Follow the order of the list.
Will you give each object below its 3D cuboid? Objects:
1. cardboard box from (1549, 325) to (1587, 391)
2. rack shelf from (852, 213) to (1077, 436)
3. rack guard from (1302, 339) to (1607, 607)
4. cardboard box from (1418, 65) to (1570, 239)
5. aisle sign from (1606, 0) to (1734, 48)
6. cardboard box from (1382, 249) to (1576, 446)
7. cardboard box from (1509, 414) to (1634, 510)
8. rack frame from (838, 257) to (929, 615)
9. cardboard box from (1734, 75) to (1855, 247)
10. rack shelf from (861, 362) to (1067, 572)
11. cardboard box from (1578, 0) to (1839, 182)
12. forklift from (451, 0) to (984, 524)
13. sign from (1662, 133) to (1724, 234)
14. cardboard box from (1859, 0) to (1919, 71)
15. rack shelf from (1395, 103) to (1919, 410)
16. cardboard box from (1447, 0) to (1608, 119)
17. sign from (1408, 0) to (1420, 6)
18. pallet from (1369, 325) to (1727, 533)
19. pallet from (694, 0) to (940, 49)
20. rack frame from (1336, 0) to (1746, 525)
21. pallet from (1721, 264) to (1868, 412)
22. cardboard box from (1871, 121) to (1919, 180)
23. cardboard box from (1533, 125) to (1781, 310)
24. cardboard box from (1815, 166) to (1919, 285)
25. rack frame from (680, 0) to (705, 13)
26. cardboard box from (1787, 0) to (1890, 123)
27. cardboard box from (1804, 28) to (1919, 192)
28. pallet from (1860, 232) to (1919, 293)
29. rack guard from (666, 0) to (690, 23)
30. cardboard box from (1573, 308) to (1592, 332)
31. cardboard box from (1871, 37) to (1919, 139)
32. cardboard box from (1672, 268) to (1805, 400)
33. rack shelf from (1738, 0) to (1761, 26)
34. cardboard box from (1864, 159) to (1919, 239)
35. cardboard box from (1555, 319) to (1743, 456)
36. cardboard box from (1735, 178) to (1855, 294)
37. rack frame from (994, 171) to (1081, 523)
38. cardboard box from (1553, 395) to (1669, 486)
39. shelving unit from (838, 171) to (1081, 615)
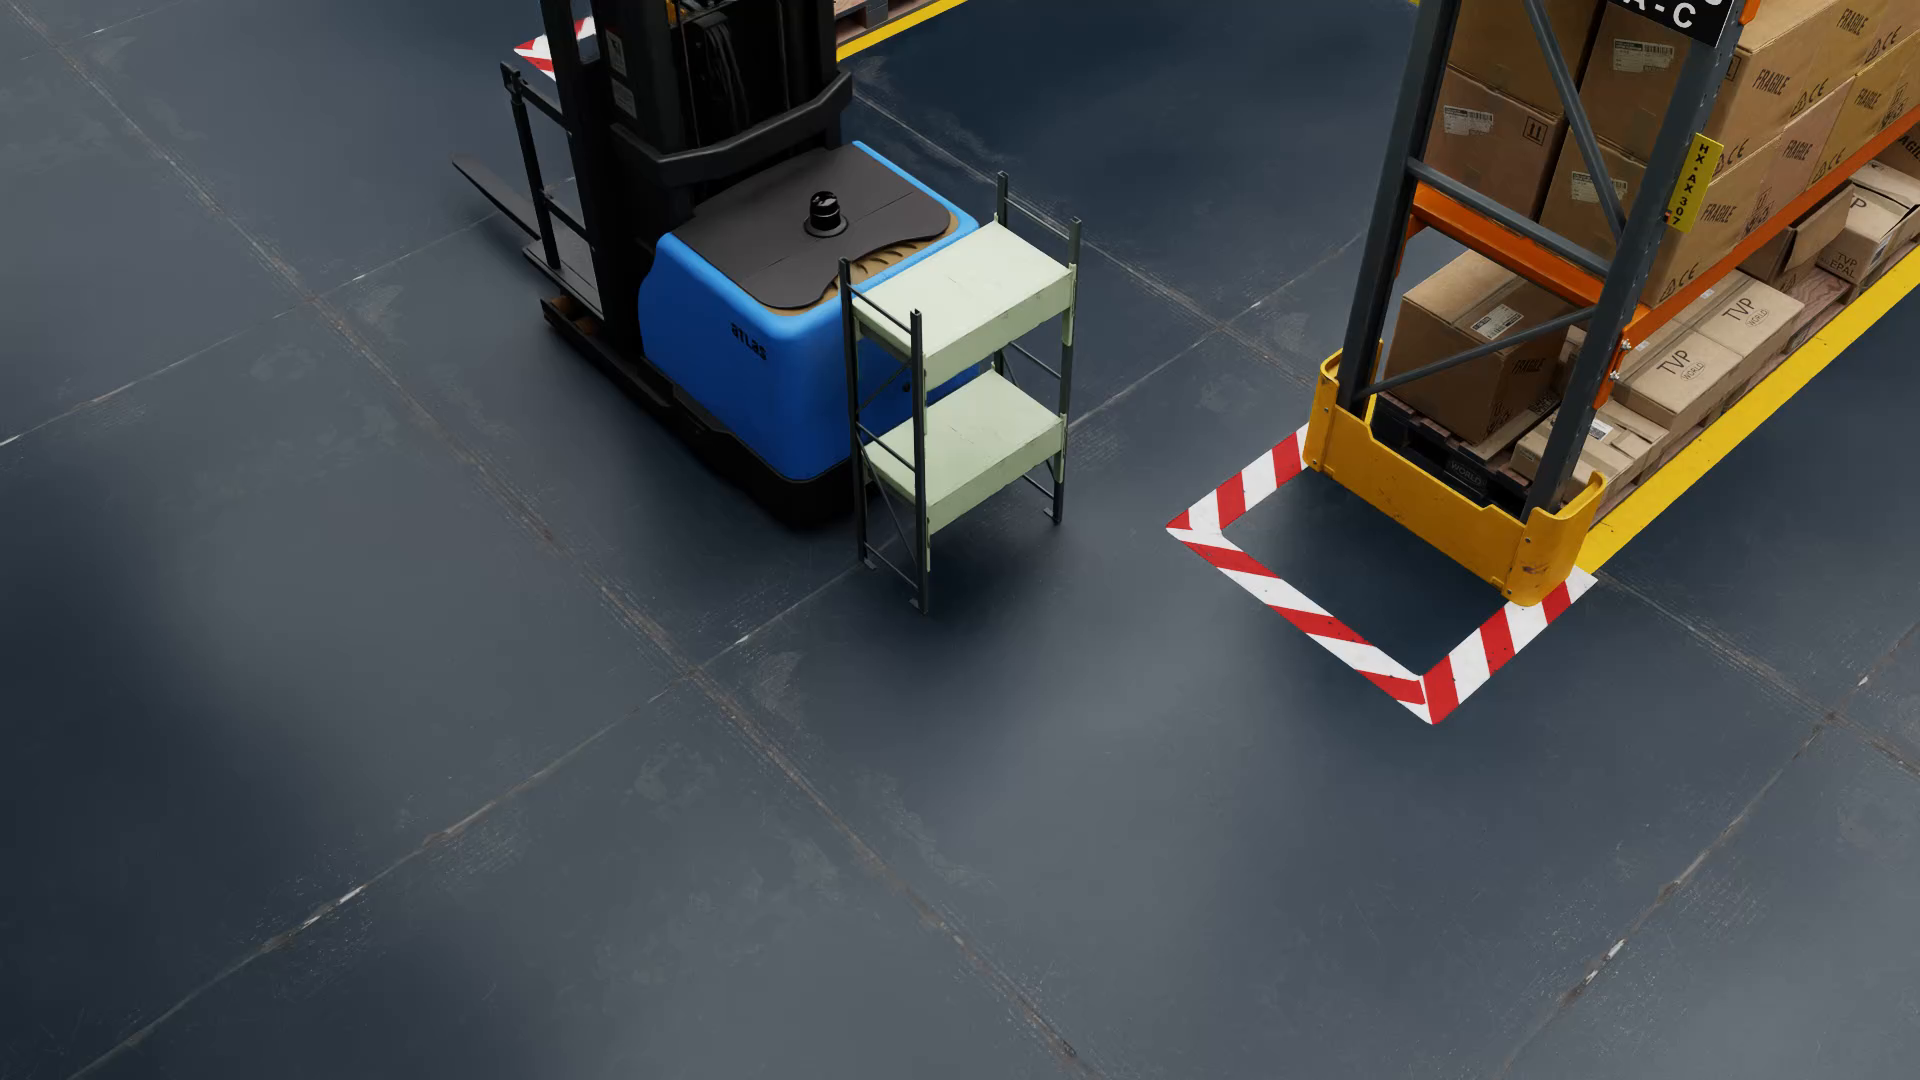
[{"bbox_3d":[2.490,-0.843,7.115,0.250,0.166,0.380,-34,56,-27],"label":"cardboard box"},{"bbox_3d":[0.005,-0.777,5.915,0.720,0.370,0.431,-34,56,-27],"label":"rack shelf"},{"bbox_3d":[1.949,-0.290,6.677,0.348,0.500,1.175,-34,56,-27],"label":"rack guard"},{"bbox_3d":[2.041,-1.504,6.028,0.500,0.500,0.500,-32,55,-26],"label":"cardboard box"},{"bbox_3d":[2.040,-1.788,4.590,0.004,0.787,0.394,-34,56,-27],"label":"aisle sign"},{"bbox_3d":[2.129,-0.804,6.853,0.500,0.500,0.500,-34,56,-27],"label":"cardboard box"},{"bbox_3d":[2.434,-0.303,6.629,0.250,0.149,0.380,-34,56,-27],"label":"cardboard box"},{"bbox_3d":[-0.266,-0.331,6.035,0.023,1.500,0.400,-34,56,-27],"label":"rack frame"},{"bbox_3d":[2.777,-1.468,5.996,0.500,0.500,0.500,-34,56,-27],"label":"cardboard box"},{"bbox_3d":[0.005,-0.291,6.441,0.720,0.370,0.431,-34,56,-27],"label":"rack shelf"},{"bbox_3d":[2.399,-1.549,5.390,0.500,0.500,0.500,-32,55,-26],"label":"cardboard box"},{"bbox_3d":[-1.254,-2.063,6.659,1.130,2.935,3.031,-33,55,-27],"label":"forklift"},{"bbox_3d":[2.258,-1.099,5.134,0.005,0.325,0.100,-34,56,-27],"label":"sign"},{"bbox_3d":[3.154,-2.056,5.858,0.500,0.500,0.500,-33,55,-27],"label":"cardboard box"},{"bbox_3d":[3.373,-1.845,6.901,4.000,0.370,1.077,-34,56,-27],"label":"rack shelf"},{"bbox_3d":[2.037,-1.843,5.661,0.500,0.500,0.500,-34,56,-27],"label":"cardboard box"},{"bbox_3d":[1.534,-1.912,5.470,0.005,0.325,0.100,-34,56,-27],"label":"sign"},{"bbox_3d":[2.538,-0.587,7.148,1.213,0.211,1.003,-34,56,-27],"label":"pallet"},{"bbox_3d":[-0.800,-3.237,9.593,1.213,0.211,1.003,-34,56,-27],"label":"pallet"},{"bbox_3d":[1.893,-1.100,5.724,0.127,3.000,1.000,-34,56,-27],"label":"rack frame"},{"bbox_3d":[3.441,-1.187,7.702,1.213,0.211,1.003,-34,56,-27],"label":"pallet"},{"bbox_3d":[4.622,-1.943,7.904,0.500,0.500,0.500,-34,56,-27],"label":"cardboard box"},{"bbox_3d":[2.399,-1.210,5.758,0.500,0.500,0.500,-33,55,-26],"label":"cardboard box"},{"bbox_3d":[4.067,-1.509,7.631,0.500,0.311,0.500,-34,56,-27],"label":"cardboard box"},{"bbox_3d":[-1.437,-3.796,8.211,0.127,3.000,1.000,-34,56,-27],"label":"rack frame"},{"bbox_3d":[2.780,-1.812,5.632,0.500,0.500,0.500,-33,55,-27],"label":"cardboard box"},{"bbox_3d":[3.150,-1.715,6.223,0.500,0.500,0.500,-34,56,-27],"label":"cardboard box"},{"bbox_3d":[4.344,-1.793,8.261,1.213,0.211,1.003,-34,56,-27],"label":"pallet"},{"bbox_3d":[-1.446,-2.929,9.112,0.348,0.500,1.175,-34,56,-27],"label":"rack guard"},{"bbox_3d":[2.852,-1.173,7.363,0.500,0.250,0.500,-34,56,-27],"label":"cardboard box"},{"bbox_3d":[3.521,-1.961,6.450,0.500,0.500,0.500,-33,55,-27],"label":"cardboard box"},{"bbox_3d":[3.226,-0.926,7.135,0.500,0.250,0.500,-34,56,-27],"label":"cardboard box"},{"bbox_3d":[3.373,-2.862,5.799,4.000,0.370,1.077,-34,56,-27],"label":"rack shelf"},{"bbox_3d":[4.385,-1.606,7.832,0.250,0.149,0.380,-34,56,-27],"label":"cardboard box"},{"bbox_3d":[2.856,-0.679,6.907,0.500,0.250,0.500,-34,56,-27],"label":"cardboard box"},{"bbox_3d":[3.466,-1.449,7.445,0.637,0.503,0.797,-34,56,-27],"label":"cardboard box"},{"bbox_3d":[0.276,-0.693,6.369,0.023,1.500,0.400,-34,56,-27],"label":"rack frame"},{"bbox_3d":[2.619,-0.432,6.736,0.250,0.166,0.380,-34,56,-27],"label":"cardboard box"},{"bbox_3d":[0.005,-0.512,6.202,0.755,1.500,0.431,-34,56,-27],"label":"shelving unit"}]
